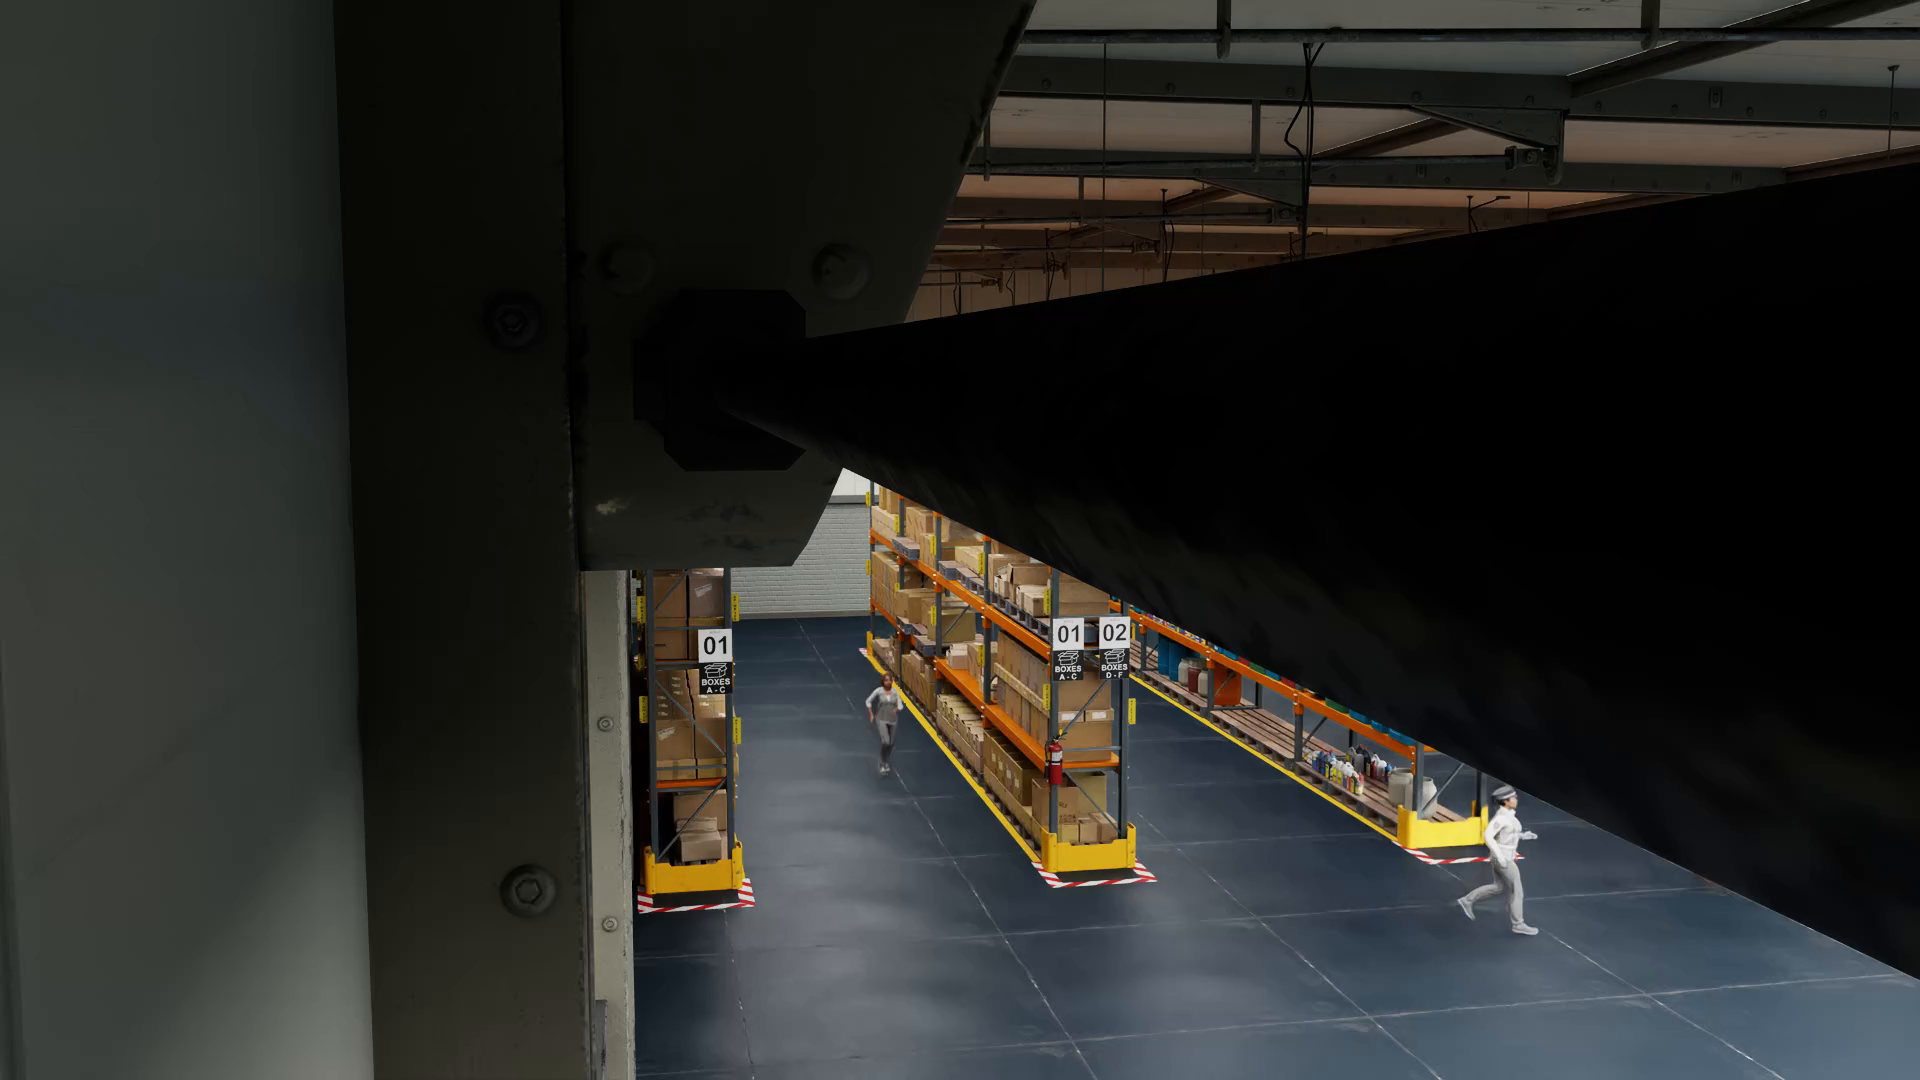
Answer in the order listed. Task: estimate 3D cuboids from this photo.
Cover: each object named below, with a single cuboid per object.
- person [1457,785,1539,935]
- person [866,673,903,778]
[{"bbox_3d":[6.022,3.544,18.553,0.879,1.674,0.614,2,6,18],"label":"person"},{"bbox_3d":[-1.131,2.844,25.576,0.510,1.605,0.674,-2,6,-22],"label":"person"}]
